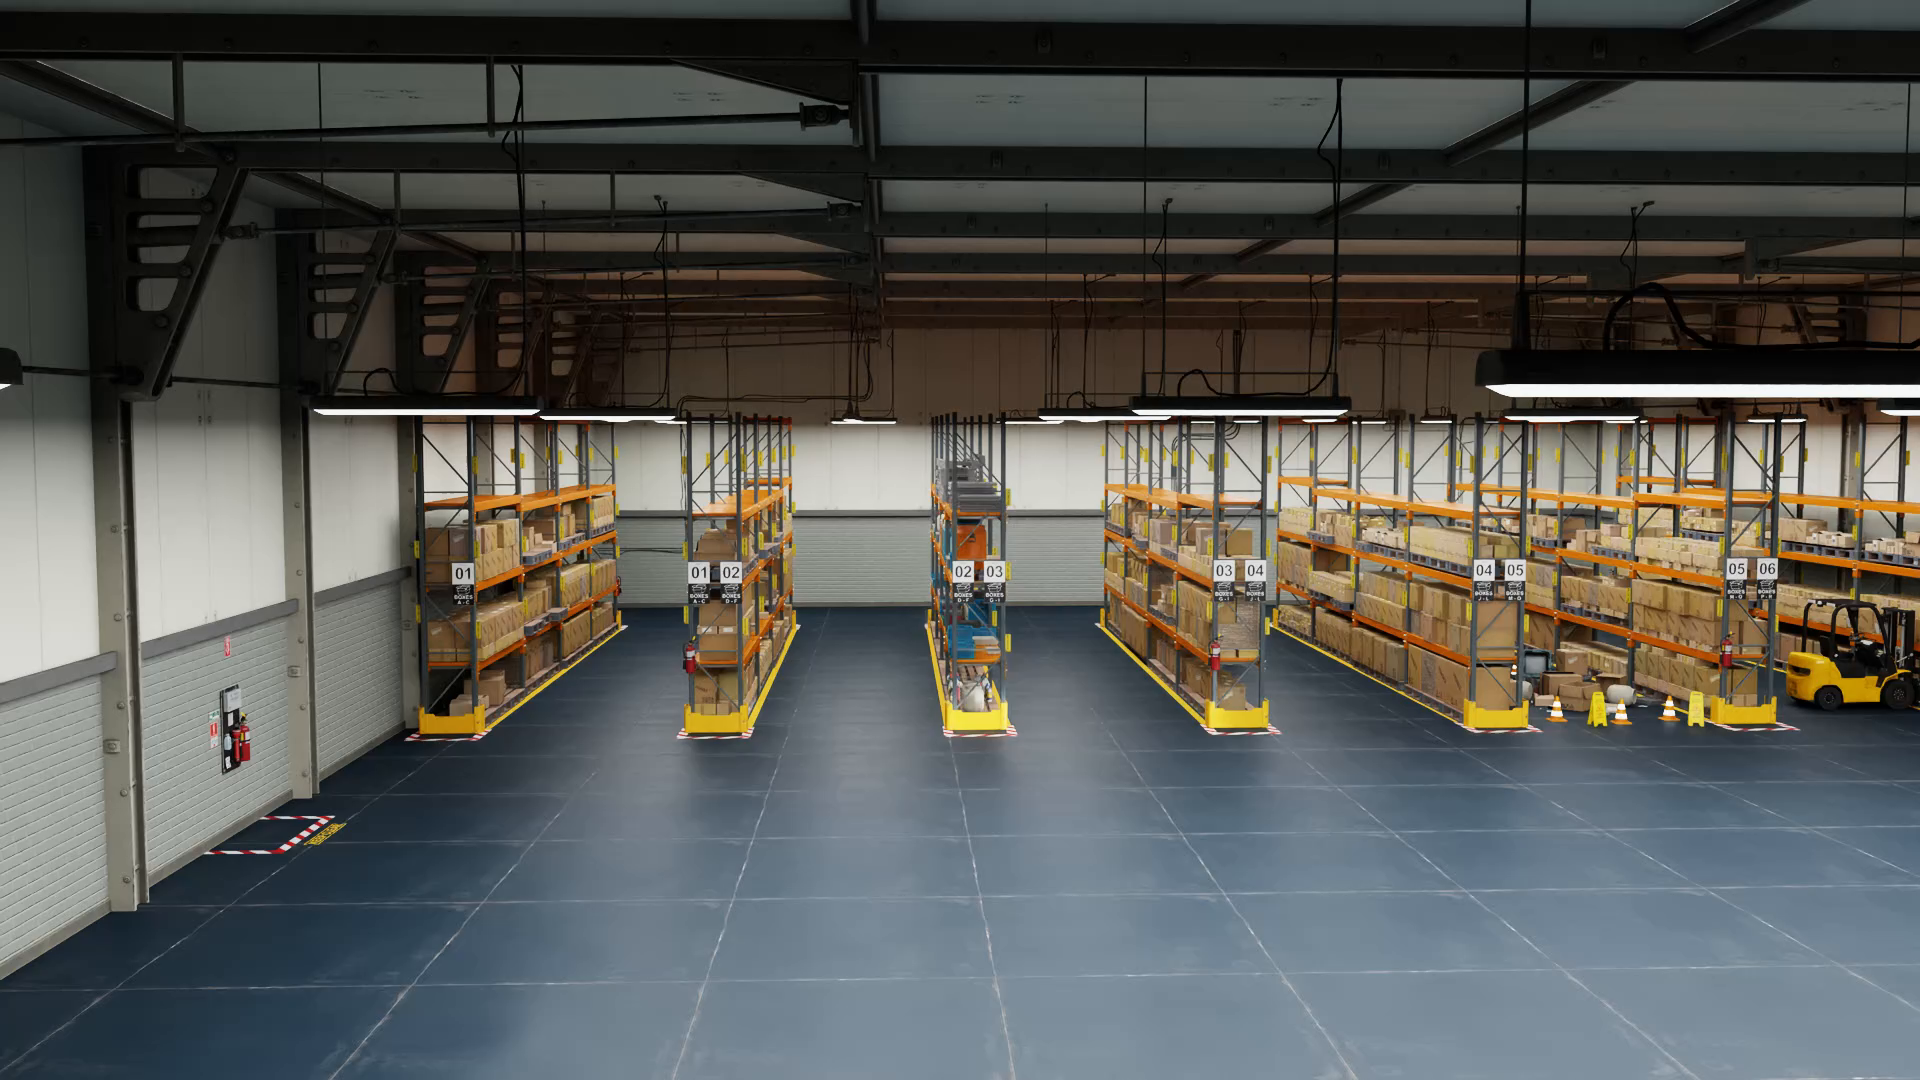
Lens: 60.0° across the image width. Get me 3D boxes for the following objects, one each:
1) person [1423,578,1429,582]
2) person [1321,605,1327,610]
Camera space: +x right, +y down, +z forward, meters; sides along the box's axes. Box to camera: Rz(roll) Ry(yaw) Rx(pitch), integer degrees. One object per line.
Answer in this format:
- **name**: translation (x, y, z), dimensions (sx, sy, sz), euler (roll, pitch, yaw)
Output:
- **person**: translation (12.290, 1.872, 44.005), dimensions (0.422, 1.730, 0.587), euler (1, 4, 18)
- **person**: translation (10.721, 1.518, 48.570), dimensions (1.054, 1.733, 0.688), euler (2, 5, 31)
